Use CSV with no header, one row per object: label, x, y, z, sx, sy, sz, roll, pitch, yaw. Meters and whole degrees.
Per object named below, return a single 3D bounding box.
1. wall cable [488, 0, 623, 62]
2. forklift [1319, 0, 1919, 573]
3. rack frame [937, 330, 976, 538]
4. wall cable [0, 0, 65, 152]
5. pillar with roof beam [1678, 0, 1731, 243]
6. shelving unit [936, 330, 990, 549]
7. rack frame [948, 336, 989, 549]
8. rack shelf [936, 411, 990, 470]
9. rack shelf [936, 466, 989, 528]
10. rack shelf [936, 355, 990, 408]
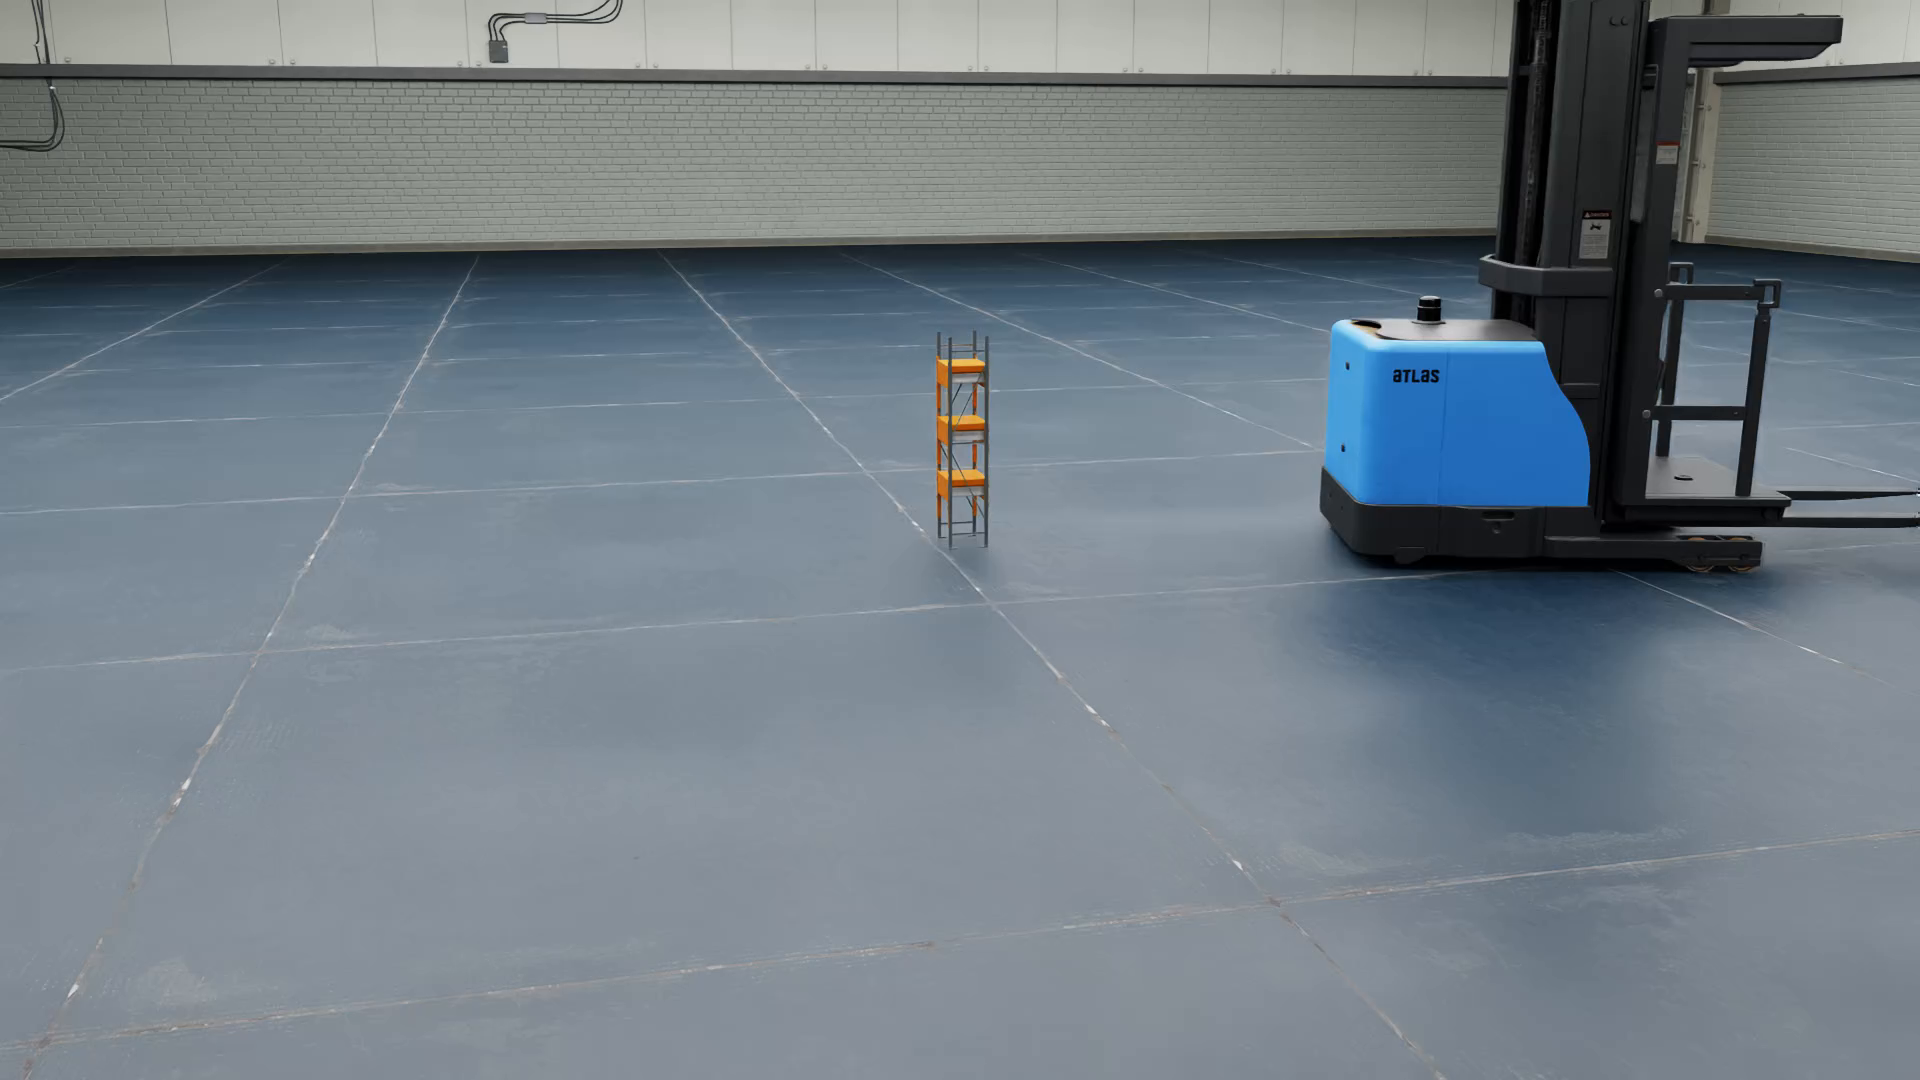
wall cable,-6.939,-11.180,28.062,2.305,6.003,0.169,-3,14,-13
forklift,3.395,-1.397,7.969,3.031,2.935,1.130,0,14,2
rack frame,-0.016,-0.526,8.367,0.200,1.050,0.008,-3,14,-13
wall cable,-16.170,-7.494,26.683,3.097,2.526,0.112,-3,14,-13
pillar with roof beam,9.671,-9.765,29.436,9.100,9.000,0.400,-3,14,-13
shelving unit,0.013,-0.498,8.252,0.215,1.050,0.252,-3,14,-13
rack frame,0.041,-0.470,8.137,0.200,1.050,0.008,-3,14,-13
rack shelf,0.013,-0.487,8.254,0.215,0.259,0.240,-3,14,-13
rack shelf,0.013,-0.217,8.320,0.215,0.259,0.240,-3,14,-13
rack shelf,0.013,-0.763,8.187,0.215,0.259,0.240,-3,14,-13
